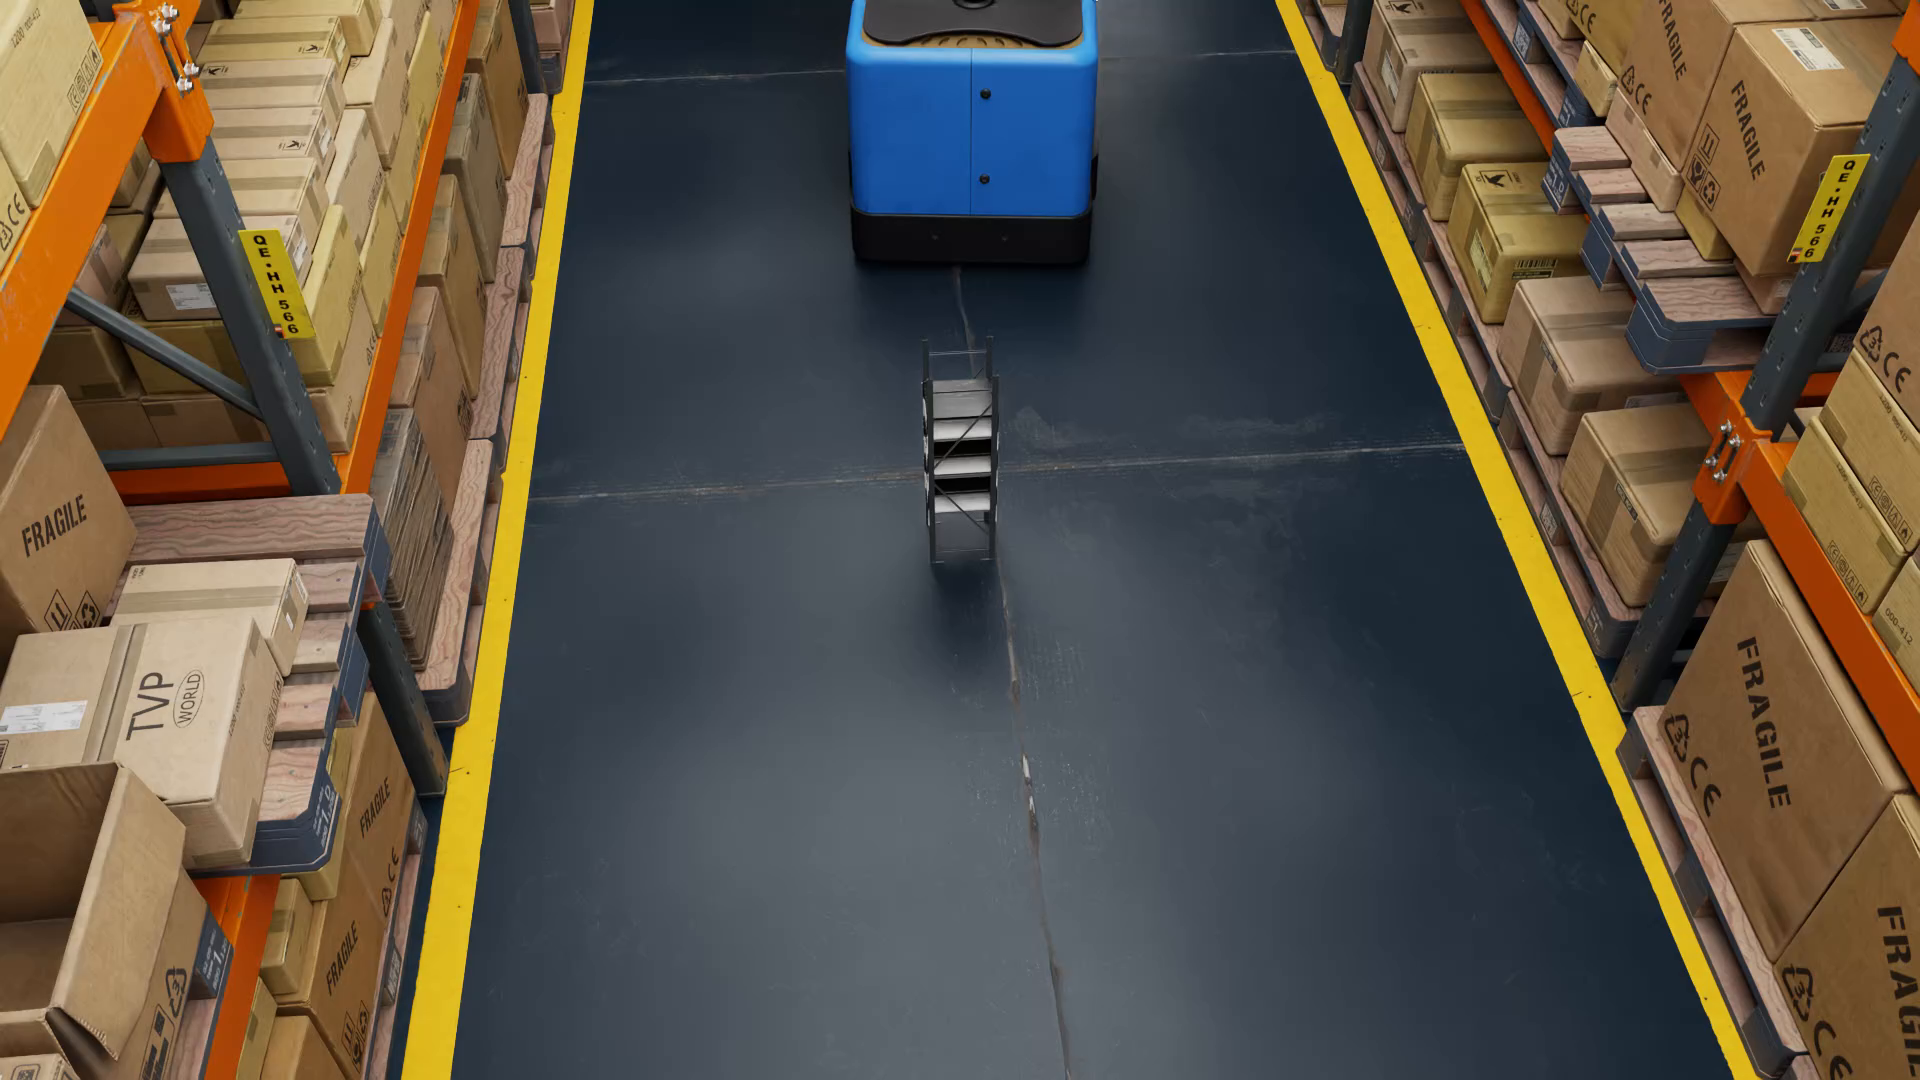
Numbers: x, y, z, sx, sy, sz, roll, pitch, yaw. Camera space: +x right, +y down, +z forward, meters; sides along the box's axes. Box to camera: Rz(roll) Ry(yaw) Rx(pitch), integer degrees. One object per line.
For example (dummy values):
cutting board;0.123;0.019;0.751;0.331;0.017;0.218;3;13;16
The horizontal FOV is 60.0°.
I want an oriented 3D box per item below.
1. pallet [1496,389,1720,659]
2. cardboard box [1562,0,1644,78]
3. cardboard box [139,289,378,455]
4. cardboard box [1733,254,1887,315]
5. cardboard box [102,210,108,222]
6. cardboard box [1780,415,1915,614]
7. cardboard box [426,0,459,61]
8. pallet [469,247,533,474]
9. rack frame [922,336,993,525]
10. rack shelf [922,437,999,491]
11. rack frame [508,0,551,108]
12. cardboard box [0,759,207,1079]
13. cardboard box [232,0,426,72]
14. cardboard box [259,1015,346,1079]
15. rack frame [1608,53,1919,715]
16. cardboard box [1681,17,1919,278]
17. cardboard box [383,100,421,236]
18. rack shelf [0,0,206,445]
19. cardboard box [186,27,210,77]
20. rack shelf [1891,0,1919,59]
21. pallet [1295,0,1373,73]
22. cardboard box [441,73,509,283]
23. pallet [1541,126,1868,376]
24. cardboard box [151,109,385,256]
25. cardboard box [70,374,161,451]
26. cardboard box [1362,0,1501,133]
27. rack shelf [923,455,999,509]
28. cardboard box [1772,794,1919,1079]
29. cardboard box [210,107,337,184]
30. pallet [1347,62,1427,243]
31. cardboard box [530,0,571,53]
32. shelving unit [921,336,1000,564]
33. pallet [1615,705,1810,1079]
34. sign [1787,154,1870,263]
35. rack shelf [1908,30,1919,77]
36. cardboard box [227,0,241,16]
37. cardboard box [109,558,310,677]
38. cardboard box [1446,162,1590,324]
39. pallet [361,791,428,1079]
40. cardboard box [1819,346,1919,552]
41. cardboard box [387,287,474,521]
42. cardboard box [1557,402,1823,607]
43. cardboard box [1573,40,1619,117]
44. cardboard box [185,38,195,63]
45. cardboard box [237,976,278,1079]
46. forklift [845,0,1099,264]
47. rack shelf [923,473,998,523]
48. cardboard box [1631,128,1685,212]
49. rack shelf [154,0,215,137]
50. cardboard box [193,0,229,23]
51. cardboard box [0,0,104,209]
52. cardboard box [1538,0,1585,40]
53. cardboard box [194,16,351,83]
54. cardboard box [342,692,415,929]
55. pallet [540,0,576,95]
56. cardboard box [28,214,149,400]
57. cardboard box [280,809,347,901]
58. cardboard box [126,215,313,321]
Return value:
pallet;2.690;-0.116;6.215;1.003;0.211;1.213;-3;47;-3
cardboard box;2.341;-1.841;5.365;0.500;0.500;0.500;-6;47;-6
cardboard box;-1.986;-0.490;4.751;0.500;0.250;0.500;-3;47;-3
cardboard box;2.492;-0.791;4.817;0.380;0.149;0.250;-2;47;-2
cardboard box;-2.555;-0.868;4.491;0.380;0.149;0.250;-2;47;-2
cardboard box;2.544;-0.089;4.371;0.500;0.250;0.500;-4;47;-4
cardboard box;-2.166;-1.975;6.157;0.500;0.250;0.500;-3;47;-3
pallet;-2.321;-0.725;6.791;1.003;0.211;1.213;-3;47;-3
rack frame;-0.008;-0.377;5.987;0.240;0.900;0.006;-3;47;-3
rack shelf;0.001;-0.281;5.942;0.258;0.077;0.200;-3;47;-3
rack frame;-2.527;-3.099;7.119;1.000;3.000;0.127;-3;47;-3
cardboard box;-1.872;0.784;3.081;0.797;0.503;0.637;-4;47;-4
cardboard box;-2.121;-1.772;5.621;0.500;0.250;0.500;-3;47;-3
cardboard box;-1.865;1.544;4.154;0.500;0.500;0.500;-2;47;-2
rack frame;2.753;-0.510;4.667;1.000;3.000;0.127;-3;47;-3
cardboard box;2.438;-1.103;4.666;0.500;0.500;0.500;-5;47;-4
cardboard box;-2.073;-1.226;5.449;0.500;0.250;0.500;-5;47;-5
rack shelf;-2.025;0.458;2.180;1.077;0.370;4.000;-3;47;-3
cardboard box;-2.591;-1.366;5.237;0.500;0.250;0.500;-4;47;-4
rack shelf;2.586;-2.741;5.209;1.077;0.370;4.000;-3;47;-3
pallet;2.327;-2.929;8.878;1.003;0.211;1.213;-3;47;-3
cardboard box;-2.415;-1.489;6.940;0.875;0.625;0.625;-4;47;-4
pallet;2.588;-0.953;5.219;1.213;0.211;1.003;-3;47;-3
cardboard box;-2.027;-1.024;4.913;0.500;0.250;0.500;-2;47;-2
cardboard box;-2.485;-0.463;4.726;0.500;0.250;0.500;-4;47;-4
cardboard box;2.465;-2.265;7.850;0.950;0.372;0.625;-3;47;-3
rack shelf;0.001;-0.219;6.007;0.258;0.077;0.200;-3;47;-3
cardboard box;2.799;1.227;4.196;0.875;0.875;0.875;-3;47;-3
cardboard box;-1.996;-1.089;4.700;0.380;0.149;0.250;-2;47;-2
pallet;2.485;-1.882;7.887;1.003;0.211;1.213;-3;47;-3
cardboard box;-2.238;-2.668;8.316;0.500;0.250;0.500;-3;47;-3
shelving unit;0.001;-0.304;5.918;0.258;0.900;0.210;-3;47;-3
pallet;2.744;1.024;5.135;1.003;0.211;1.213;-3;47;-3
sign;2.214;-0.841;4.238;0.100;0.325;0.005;-3;47;-3
rack shelf;2.921;0.153;2.469;1.077;0.370;4.000;-3;47;-3
cardboard box;-2.162;-1.827;5.399;0.380;0.149;0.250;-3;47;-3
cardboard box;-1.755;0.189;3.889;0.380;0.149;0.250;-3;47;-3
cardboard box;2.589;-1.242;6.881;0.950;0.372;0.625;-2;47;-2
pallet;-2.168;1.296;4.877;1.003;0.211;1.213;-3;47;-3
cardboard box;2.550;-0.248;4.178;0.500;0.250;0.500;-4;47;-4
cardboard box;-2.294;-0.458;5.964;0.875;0.625;0.625;-2;47;-2
cardboard box;2.716;-0.160;5.856;0.950;0.372;0.625;-6;47;-6
cardboard box;2.281;-1.541;5.527;0.380;0.149;0.250;-3;47;-3
cardboard box;-2.550;-1.427;5.020;0.380;0.149;0.250;-4;47;-4
cardboard box;-1.890;1.211;4.023;0.380;0.149;0.250;-2;47;-2
forklift;0.087;-3.278;7.336;1.130;2.935;3.031;1;47;1
rack shelf;0.001;-0.157;6.073;0.258;0.077;0.200;-3;47;-3
cardboard box;2.331;-1.160;5.166;0.380;0.149;0.250;-4;47;-4
rack shelf;-2.360;-2.436;4.921;1.077;0.370;4.000;-3;47;-3
cardboard box;-2.569;-1.795;5.369;0.380;0.149;0.250;-2;47;-2
cardboard box;-1.908;-0.829;3.006;0.500;0.250;0.500;-5;47;-5
cardboard box;2.283;-1.907;5.874;0.380;0.149;0.250;-5;47;-5
cardboard box;-2.082;-1.457;5.048;0.380;0.149;0.250;-3;47;-3
cardboard box;-1.943;0.803;4.856;0.500;0.500;0.500;-2;47;-2
pallet;-2.552;-2.719;8.679;1.003;0.211;1.213;-3;47;-3
cardboard box;-2.507;-0.634;4.543;0.500;0.250;0.500;-3;47;-2
cardboard box;-1.845;0.824;4.389;0.380;0.149;0.250;-6;47;-5
cardboard box;-1.926;-0.711;4.342;0.380;0.149;0.250;-2;47;-2
